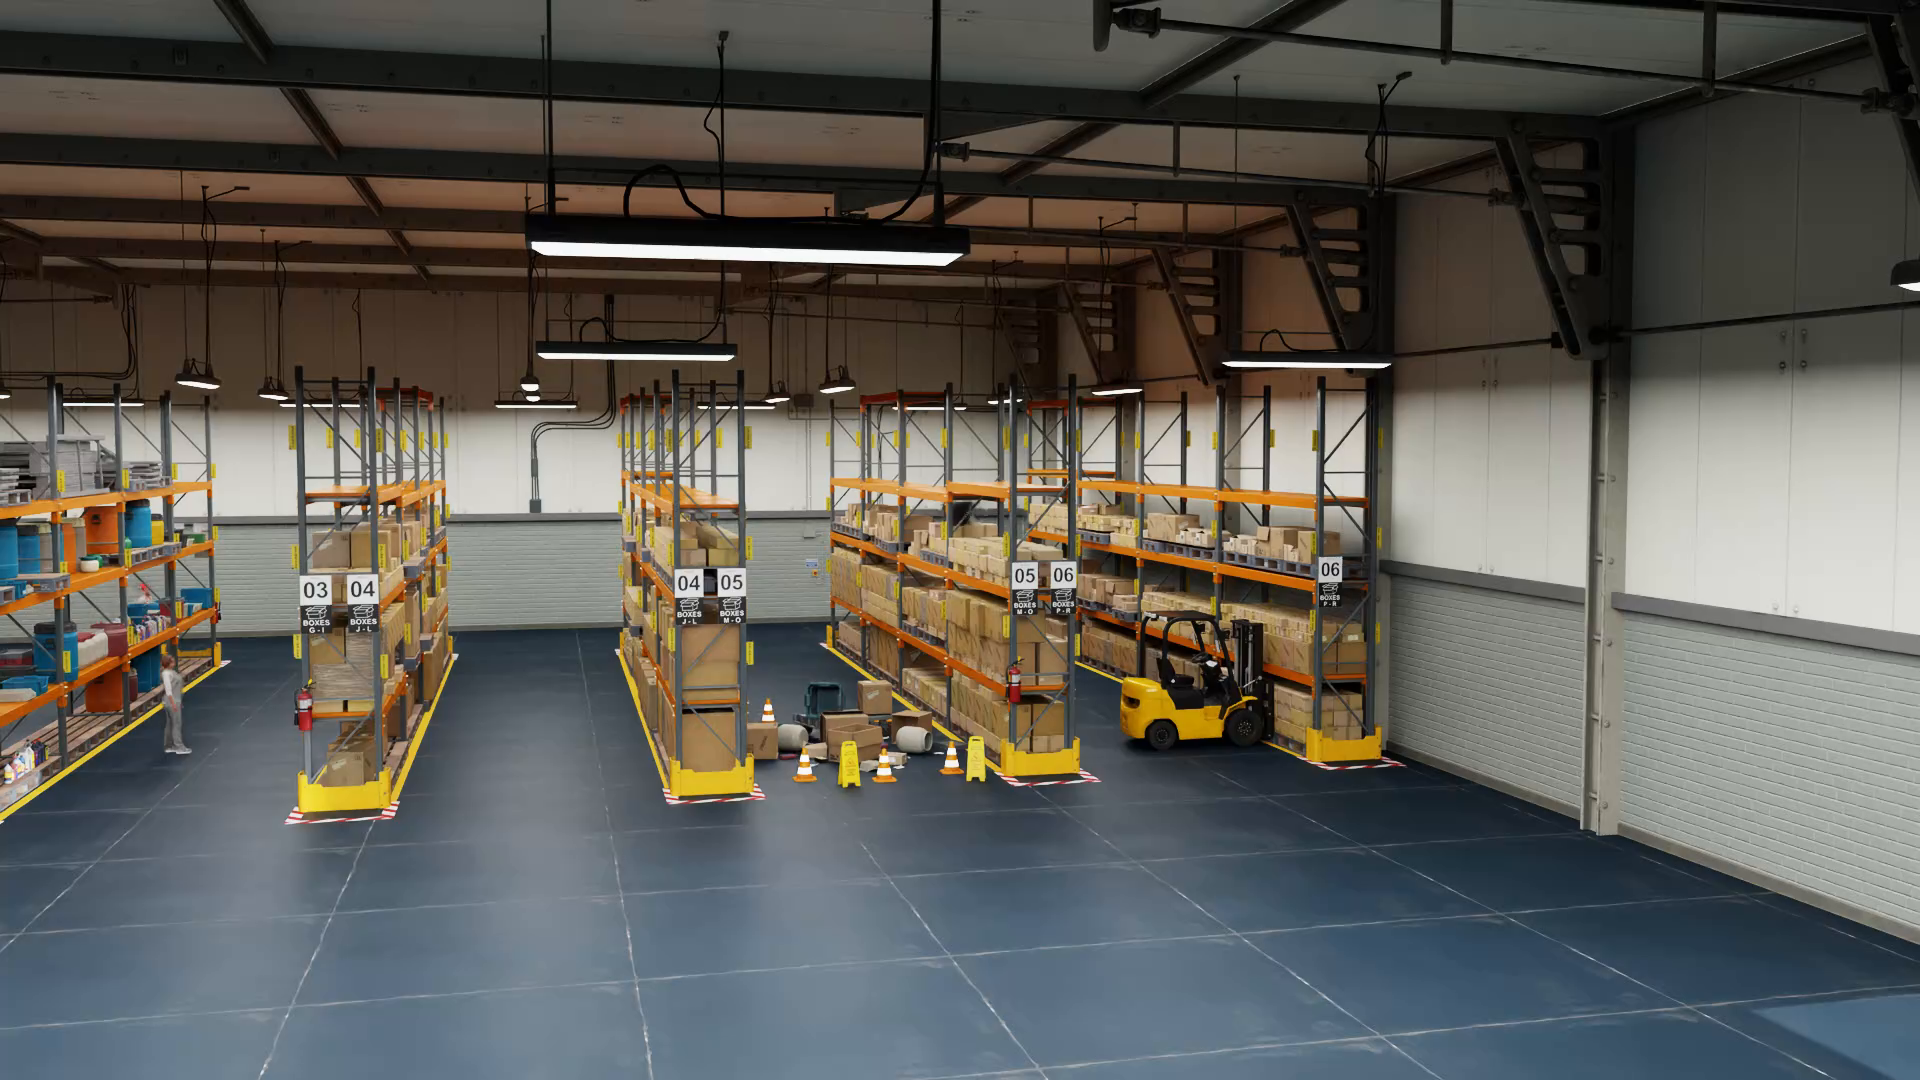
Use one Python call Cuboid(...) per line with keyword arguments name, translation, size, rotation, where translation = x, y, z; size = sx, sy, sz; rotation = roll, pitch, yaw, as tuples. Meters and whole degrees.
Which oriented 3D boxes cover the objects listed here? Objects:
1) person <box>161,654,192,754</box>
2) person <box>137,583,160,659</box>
Cuboid(name="person", translation=(-12.501, 2.616, 26.512), size=(0.415, 1.591, 0.481), rotation=(-2, 4, -30))
Cuboid(name="person", translation=(-18.485, 1.853, 37.683), size=(0.655, 1.759, 0.610), rotation=(-1, 3, -12))
